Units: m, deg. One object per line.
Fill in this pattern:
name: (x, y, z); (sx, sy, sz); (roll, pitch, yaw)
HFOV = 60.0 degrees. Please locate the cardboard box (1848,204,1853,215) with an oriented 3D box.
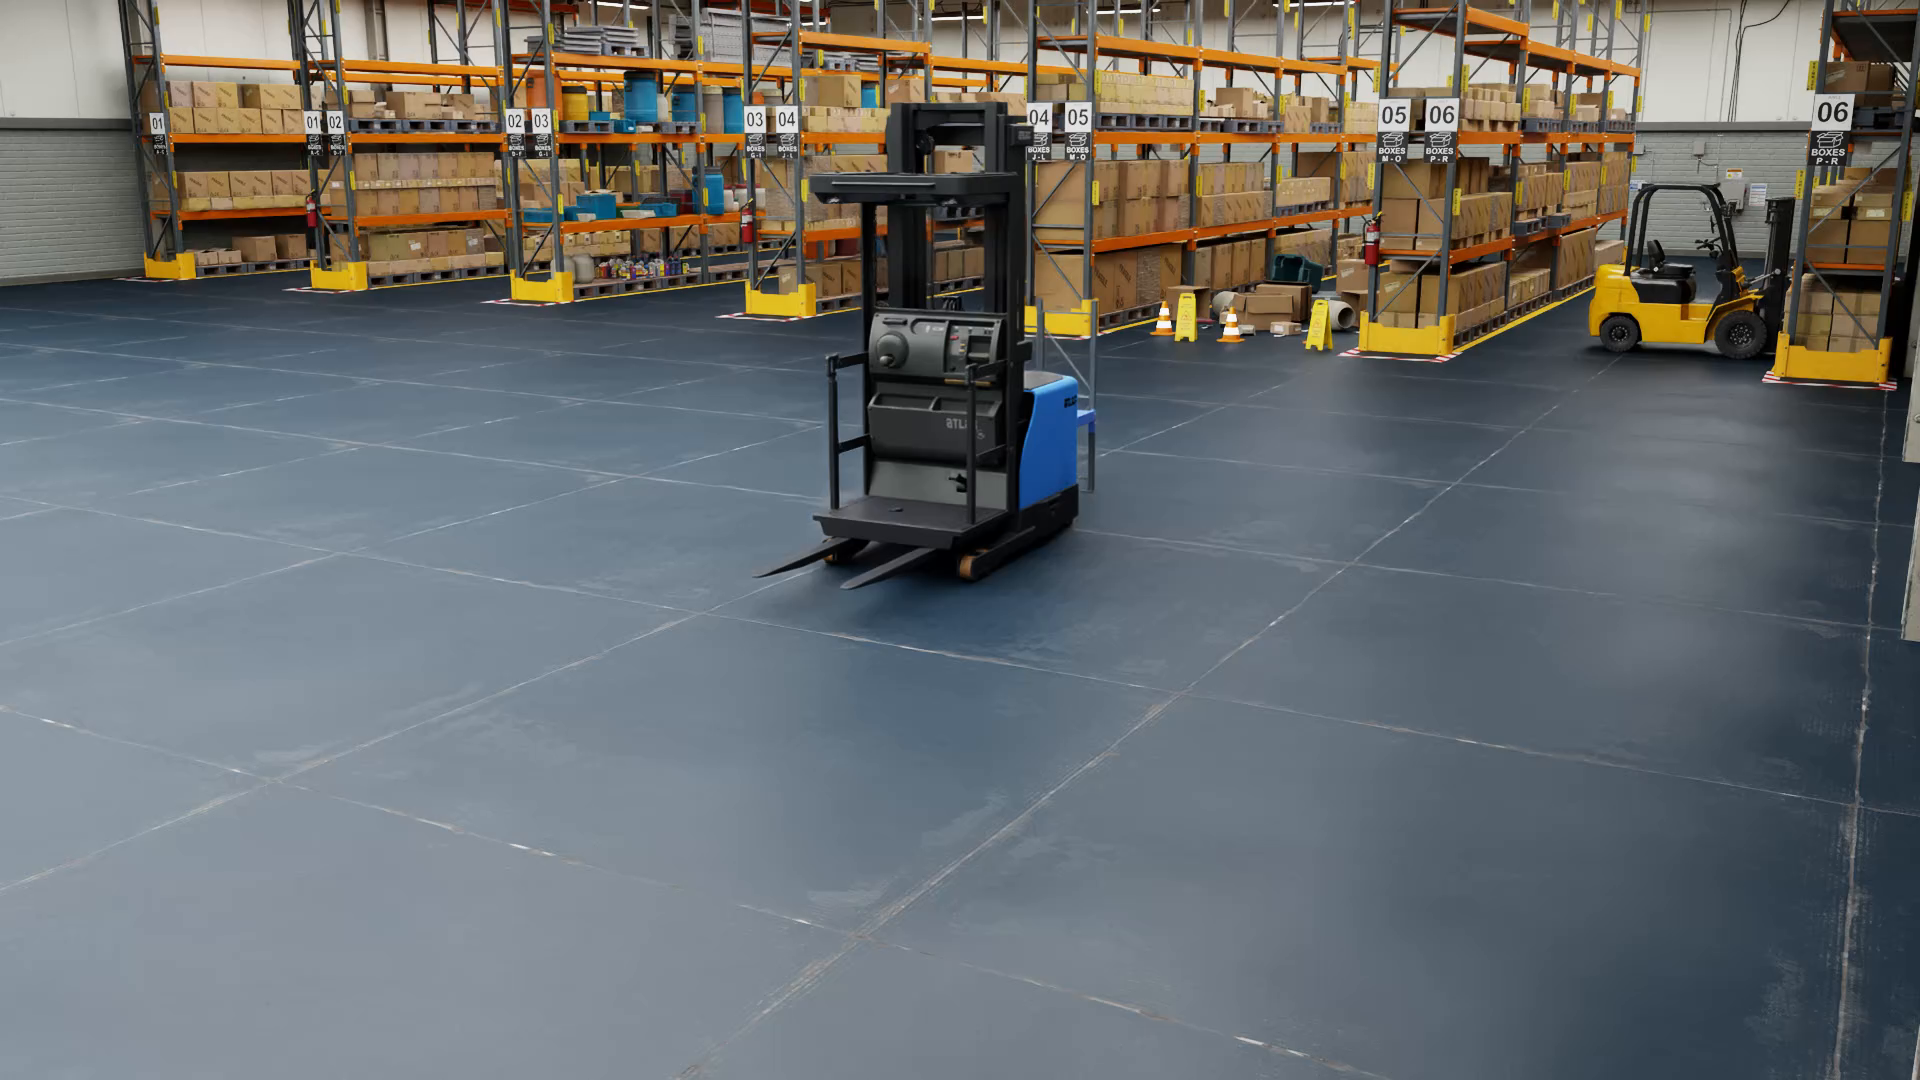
cardboard box: (10.860, -4.124, 20.644); (0.380, 0.149, 0.250); (7, 15, 28)

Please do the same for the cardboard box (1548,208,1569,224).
cardboard box: (10.116, -5.552, 28.485); (0.500, 0.250, 0.500); (7, 15, 27)

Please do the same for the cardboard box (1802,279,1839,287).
cardboard box: (10.817, -3.147, 21.025); (0.500, 0.250, 0.500); (7, 15, 27)

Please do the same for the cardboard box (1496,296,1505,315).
cardboard box: (7.675, -3.449, 24.408); (0.500, 0.250, 0.500); (8, 16, 31)

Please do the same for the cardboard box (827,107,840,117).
cardboard box: (-2.129, -6.800, 26.409); (0.380, 0.149, 0.250); (8, 16, 30)

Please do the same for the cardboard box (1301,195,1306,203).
cardboard box: (6.436, -6.570, 32.025); (0.380, 0.149, 0.250); (7, 15, 26)

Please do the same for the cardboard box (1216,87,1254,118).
cardboard box: (4.682, -7.465, 28.374); (0.500, 0.500, 0.500); (7, 15, 28)

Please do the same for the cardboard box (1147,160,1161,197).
cardboard box: (2.590, -5.578, 25.646); (0.875, 0.550, 0.550); (7, 15, 28)

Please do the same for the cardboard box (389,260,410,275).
cardboard box: (-10.861, -5.213, 31.729); (0.500, 0.250, 0.500); (7, 15, 28)

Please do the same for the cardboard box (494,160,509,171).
cardboard box: (-11.320, -9.102, 40.396); (0.500, 0.250, 0.500); (7, 15, 27)

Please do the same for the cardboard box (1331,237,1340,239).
cardboard box: (7.937, -6.439, 35.758); (0.380, 0.149, 0.250); (7, 15, 28)

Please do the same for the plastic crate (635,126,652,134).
plastic crate: (-5.707, -7.372, 29.873); (0.243, 0.136, 0.396); (7, 15, 28)

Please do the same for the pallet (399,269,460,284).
pallet: (-10.629, -5.214, 32.708); (1.003, 0.211, 1.213); (7, 15, 28)

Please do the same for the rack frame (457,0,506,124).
rack frame: (-9.619, -9.895, 33.378); (1.000, 3.000, 0.127); (7, 15, 28)

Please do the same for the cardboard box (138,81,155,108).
cardboard box: (-15.912, -8.839, 33.009); (0.500, 0.500, 0.500); (8, 16, 31)

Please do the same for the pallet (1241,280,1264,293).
pallet: (4.830, -4.585, 30.100); (1.003, 0.211, 1.213); (7, 15, 28)

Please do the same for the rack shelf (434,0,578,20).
rack shelf: (-11.057, -12.953, 40.503); (1.077, 0.370, 4.000); (7, 15, 28)

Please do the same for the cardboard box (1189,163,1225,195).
cardboard box: (4.070, -6.120, 28.170); (0.700, 0.500, 0.500); (8, 15, 28)

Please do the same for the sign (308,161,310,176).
sign: (-12.021, -6.900, 30.780); (0.100, 0.325, 0.005); (7, 15, 28)

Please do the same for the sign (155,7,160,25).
sign: (-15.416, -10.066, 31.925); (0.100, 0.325, 0.005); (7, 15, 28)

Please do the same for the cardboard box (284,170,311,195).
cardboard box: (-14.152, -7.606, 35.358); (0.500, 0.500, 0.500); (7, 15, 28)

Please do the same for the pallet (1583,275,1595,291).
pallet: (11.286, -4.852, 31.208); (1.003, 0.211, 1.213); (7, 15, 28)

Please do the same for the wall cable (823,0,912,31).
wall cable: (-2.741, -14.677, 49.061); (3.097, 2.526, 0.112); (7, 15, 28)

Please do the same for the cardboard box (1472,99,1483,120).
cardboard box: (6.520, -5.617, 21.719); (0.500, 0.250, 0.500); (7, 15, 27)

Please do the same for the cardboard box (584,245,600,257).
cardboard box: (-8.218, -6.322, 36.329); (0.500, 0.250, 0.500); (8, 16, 29)

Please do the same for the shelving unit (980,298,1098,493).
shelving unit: (0.602, -1.025, 12.585); (0.538, 1.500, 1.048); (7, 15, 26)

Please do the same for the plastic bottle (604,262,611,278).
plastic bottle: (-6.475, -4.953, 30.534); (0.061, 0.283, 0.133); (7, 15, 28)

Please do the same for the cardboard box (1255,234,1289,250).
cardboard box: (5.823, -5.561, 31.038); (0.500, 0.250, 0.500); (7, 15, 26)

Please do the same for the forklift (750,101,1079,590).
forklift: (-0.257, -1.283, 10.603); (1.130, 2.935, 3.031); (7, 15, 26)

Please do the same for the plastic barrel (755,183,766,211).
plastic barrel: (-4.067, -6.894, 33.438); (0.433, 0.535, 0.433); (0, 14, 0)

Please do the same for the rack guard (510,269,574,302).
rack guard: (-7.223, -4.402, 28.726); (1.175, 0.500, 0.348); (7, 15, 28)

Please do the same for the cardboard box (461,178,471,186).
cardboard box: (-9.935, -7.104, 33.004); (0.380, 0.149, 0.250); (7, 15, 28)

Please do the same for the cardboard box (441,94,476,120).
cardboard box: (-10.094, -8.684, 33.347); (0.500, 0.500, 0.500); (9, 16, 33)

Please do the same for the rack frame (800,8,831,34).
rack frame: (-3.818, -12.357, 43.590); (1.000, 3.000, 0.127); (7, 15, 28)

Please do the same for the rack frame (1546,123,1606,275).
rack frame: (11.593, -6.374, 31.573); (1.000, 3.000, 0.127); (7, 15, 28)

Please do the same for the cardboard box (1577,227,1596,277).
cardboard box: (11.363, -5.409, 31.207); (0.875, 0.875, 0.875); (8, 16, 30)

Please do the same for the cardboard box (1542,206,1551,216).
cardboard box: (9.309, -5.313, 26.811); (0.380, 0.149, 0.250); (8, 16, 29)

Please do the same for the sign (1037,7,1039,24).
sign: (1.464, -10.026, 31.758); (0.100, 0.325, 0.005); (7, 15, 28)

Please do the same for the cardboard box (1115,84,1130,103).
cardboard box: (2.112, -6.409, 23.894); (0.500, 0.250, 0.500); (7, 15, 27)

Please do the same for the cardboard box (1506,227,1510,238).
cardboard box: (7.837, -4.510, 24.378); (0.380, 0.149, 0.250); (7, 15, 27)

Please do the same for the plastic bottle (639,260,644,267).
plastic bottle: (-6.003, -5.142, 31.346); (0.097, 0.271, 0.097); (0, 14, 0)

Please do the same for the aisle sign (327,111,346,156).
aisle sign: (-11.317, -7.374, 30.172); (0.394, 0.787, 0.004); (7, 15, 28)

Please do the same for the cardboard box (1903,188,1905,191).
cardboard box: (11.843, -4.419, 21.231); (0.380, 0.149, 0.250); (7, 15, 27)

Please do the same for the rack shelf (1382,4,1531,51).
rack shelf: (6.759, -6.888, 22.444); (1.077, 0.370, 4.000); (7, 15, 28)

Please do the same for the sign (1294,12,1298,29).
sign: (6.745, -10.389, 33.262); (0.100, 0.325, 0.005); (7, 15, 28)

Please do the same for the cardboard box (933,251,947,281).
cardboard box: (-0.634, -4.978, 30.176); (0.700, 0.500, 0.500); (6, 15, 24)

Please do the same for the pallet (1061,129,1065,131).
pallet: (1.787, -8.411, 34.023); (1.003, 0.211, 1.213); (8, 16, 31)

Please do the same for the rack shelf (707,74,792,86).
rack shelf: (-4.785, -11.596, 41.973); (1.077, 0.370, 4.000); (7, 15, 28)

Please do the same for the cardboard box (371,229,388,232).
cardboard box: (-13.411, -6.803, 37.745); (0.700, 0.500, 0.500); (7, 15, 27)

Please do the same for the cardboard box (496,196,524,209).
cardboard box: (-9.420, -7.012, 34.538); (0.500, 0.250, 0.500); (9, 16, 32)

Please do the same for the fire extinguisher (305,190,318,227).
fire extinguisher: (-12.017, -6.149, 30.804); (0.296, 0.674, 0.183); (7, 15, 28)
